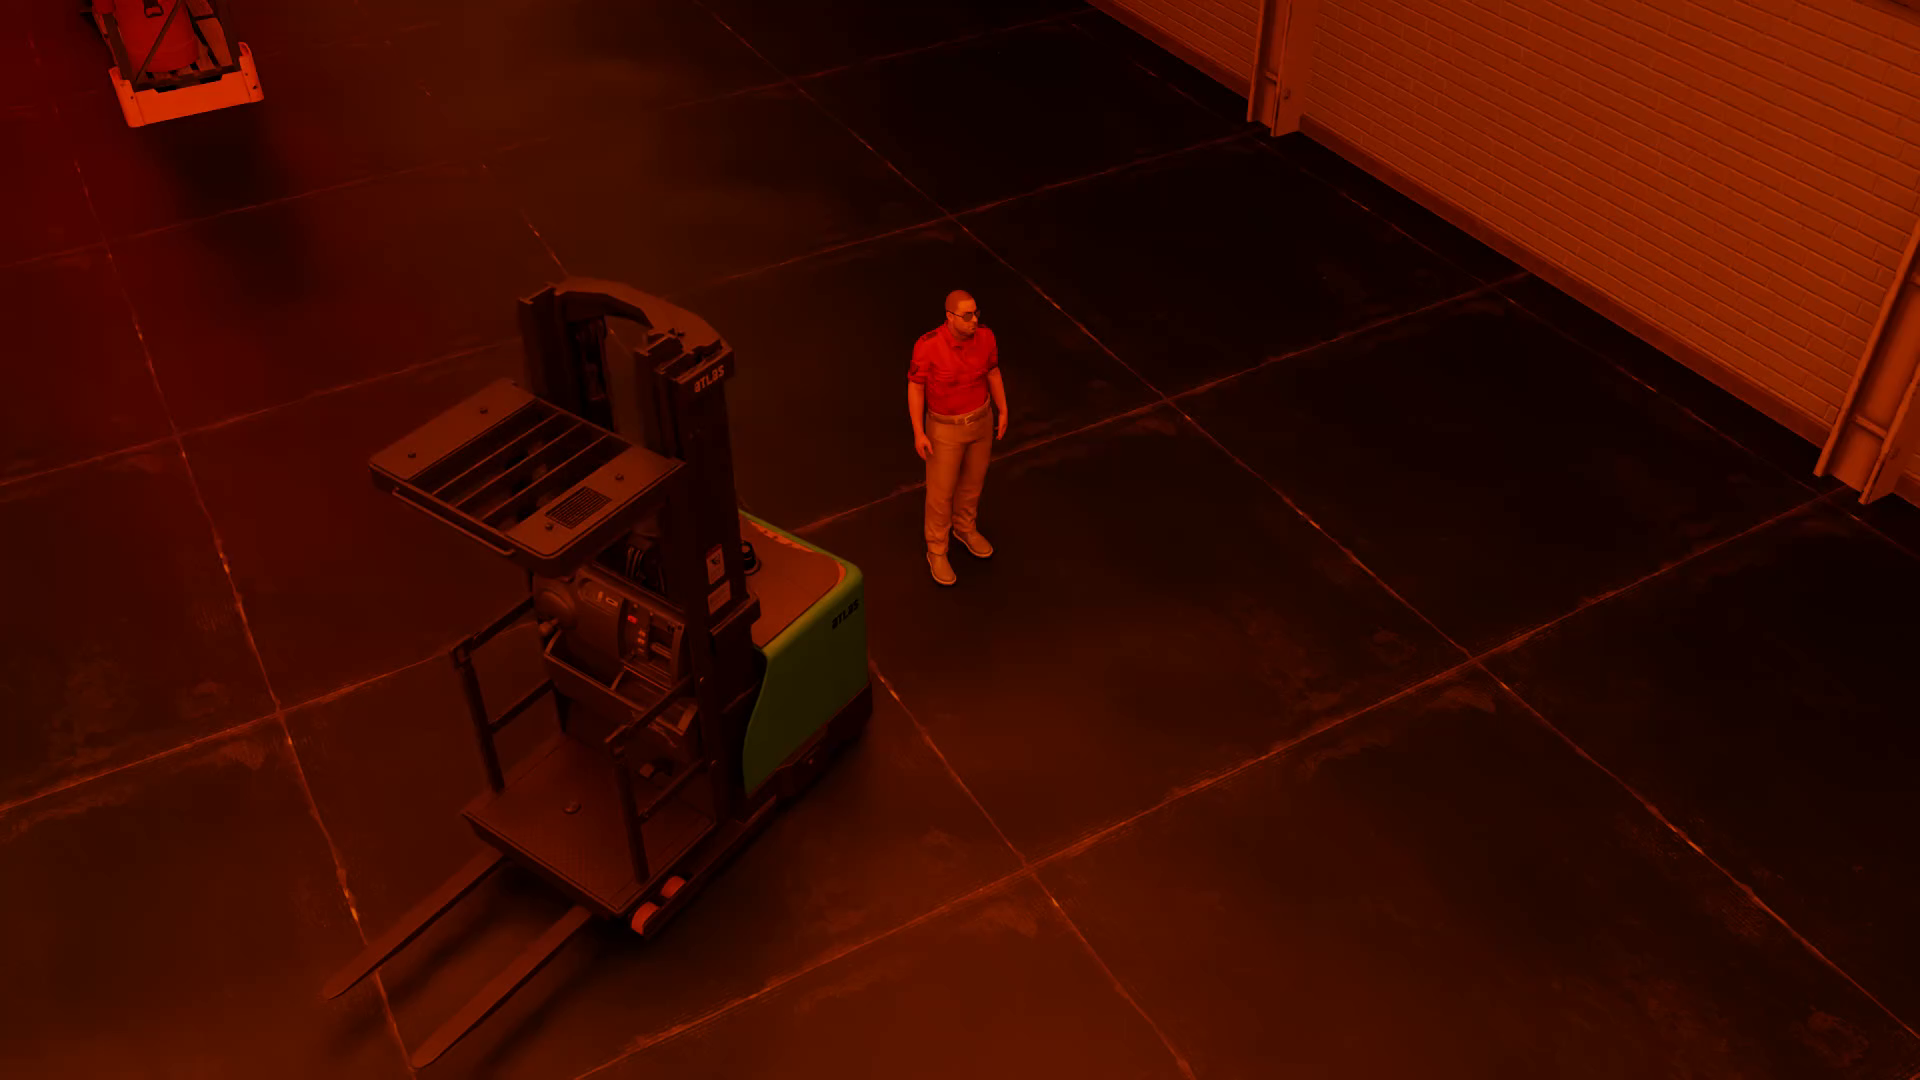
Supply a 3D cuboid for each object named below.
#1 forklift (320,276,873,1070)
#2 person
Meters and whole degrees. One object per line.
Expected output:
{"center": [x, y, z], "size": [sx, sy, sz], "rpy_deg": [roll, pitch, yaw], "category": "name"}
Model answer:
{"center": [-1.742, 0.431, 7.517], "size": [1.130, 2.935, 3.031], "rpy_deg": [24, 46, 27], "category": "forklift"}
{"center": [0.035, -0.618, 9.711], "size": [0.641, 1.728, 0.550], "rpy_deg": [-20, 44, -23], "category": "person"}
